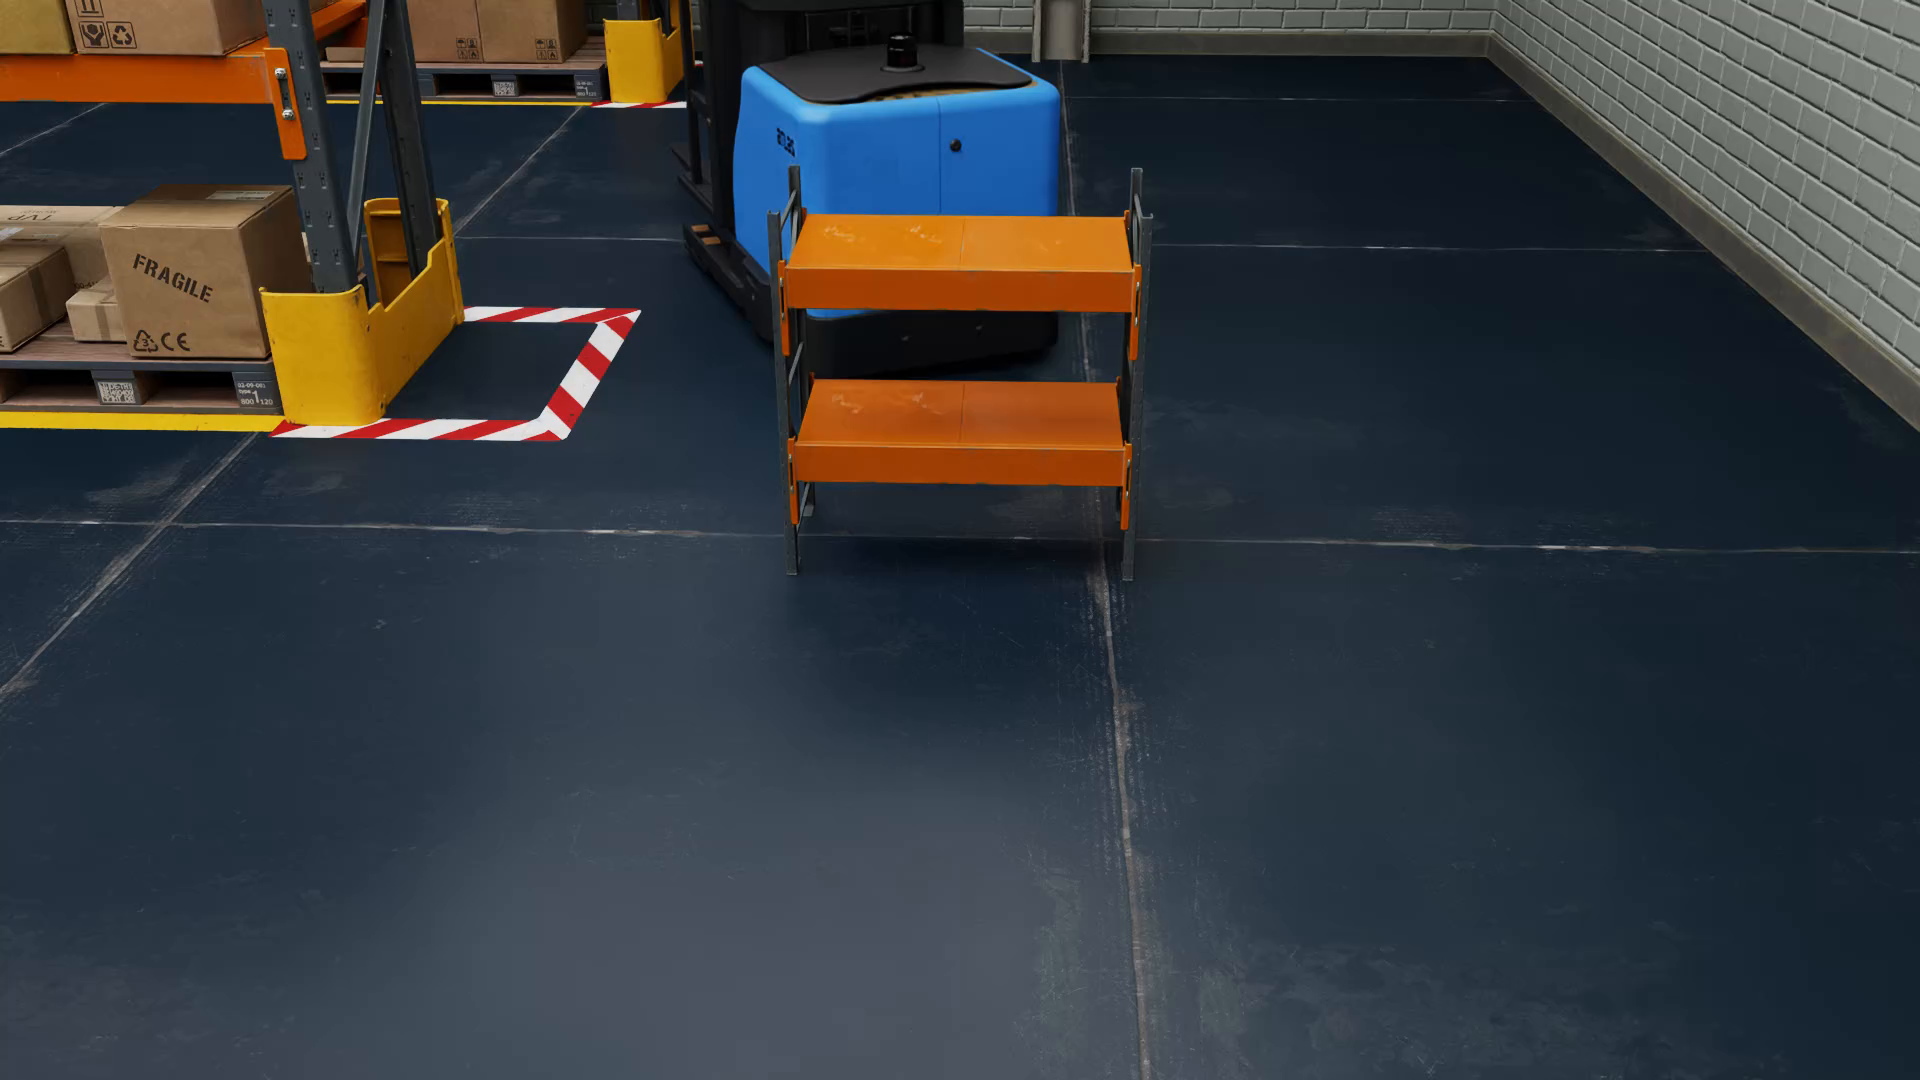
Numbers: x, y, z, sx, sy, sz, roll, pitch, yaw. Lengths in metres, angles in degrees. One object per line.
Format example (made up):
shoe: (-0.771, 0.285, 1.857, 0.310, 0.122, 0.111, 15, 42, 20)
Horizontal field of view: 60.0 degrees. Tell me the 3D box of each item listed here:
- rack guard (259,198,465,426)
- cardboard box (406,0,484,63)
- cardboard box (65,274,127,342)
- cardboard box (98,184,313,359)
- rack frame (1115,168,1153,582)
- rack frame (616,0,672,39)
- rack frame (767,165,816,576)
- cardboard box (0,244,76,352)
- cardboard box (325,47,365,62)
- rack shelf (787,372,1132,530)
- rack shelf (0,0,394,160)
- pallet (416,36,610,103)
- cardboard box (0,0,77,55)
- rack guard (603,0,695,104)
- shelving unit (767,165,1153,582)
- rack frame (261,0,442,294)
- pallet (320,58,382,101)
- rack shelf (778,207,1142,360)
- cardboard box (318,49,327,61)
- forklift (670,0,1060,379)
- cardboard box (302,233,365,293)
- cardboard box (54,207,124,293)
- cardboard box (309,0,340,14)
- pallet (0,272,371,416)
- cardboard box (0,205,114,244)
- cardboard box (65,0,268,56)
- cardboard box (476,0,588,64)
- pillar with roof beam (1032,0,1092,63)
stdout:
rack guard: (-2.276, -0.908, 6.430, 0.348, 0.500, 1.175, 1, 28, 2)
cardboard box: (-3.232, -3.384, 10.652, 0.500, 0.500, 0.700, 1, 28, 2)
cardboard box: (-3.153, -0.897, 6.294, 0.250, 0.166, 0.380, 1, 28, 2)
cardboard box: (-2.752, -0.995, 6.124, 0.500, 0.500, 0.500, 1, 28, 2)
rack frame: (0.515, -0.488, 4.970, 0.032, 1.125, 0.500, 1, 28, 2)
rack frame: (-2.029, -4.330, 10.216, 0.127, 3.000, 1.000, 1, 28, 2)
rack frame: (-0.501, -0.505, 5.002, 0.032, 1.125, 0.500, 1, 28, 2)
cardboard box: (-3.700, -0.915, 6.239, 0.500, 0.250, 0.500, 1, 28, 2)
cardboard box: (-3.734, -3.392, 10.668, 0.500, 0.500, 0.700, 0, 28, 0)
rack shelf: (0.007, -0.281, 5.101, 1.000, 0.278, 0.538, 1, 28, 2)
rack shelf: (-4.199, -1.727, 6.073, 4.000, 0.370, 1.077, 1, 28, 2)
pallet: (-2.831, -3.075, 10.825, 1.213, 0.211, 1.003, 1, 28, 2)
cardboard box: (-3.176, -1.943, 5.605, 0.500, 0.500, 0.500, 1, 28, 2)
rack guard: (-2.005, -3.226, 10.801, 0.348, 0.500, 1.175, 1, 28, 2)
shelving unit: (0.007, -0.497, 4.986, 1.048, 1.125, 0.538, 1, 28, 2)
rack frame: (-2.200, -2.012, 5.842, 0.127, 3.000, 1.000, 1, 28, 2)
pallet: (-4.047, -3.096, 10.866, 1.213, 0.211, 1.003, 1, 28, 2)
rack shelf: (0.007, -0.755, 4.849, 1.000, 0.278, 0.538, 1, 28, 2)
cardboard box: (-4.268, -3.398, 10.678, 0.500, 0.500, 0.700, 2, 28, 3)
forklift: (-0.631, -2.564, 6.958, 1.130, 2.935, 3.031, -11, 30, -19)
cardboard box: (-2.606, -1.114, 6.723, 0.250, 0.149, 0.380, 1, 28, 2)
cardboard box: (-3.233, -1.141, 6.666, 0.500, 0.250, 0.500, 1, 28, 2)
cardboard box: (-2.634, -2.187, 6.065, 0.500, 0.500, 0.500, 2, 28, 3)
pallet: (-3.072, -0.793, 6.522, 1.213, 0.211, 1.003, 1, 28, 2)
cardboard box: (-3.733, -1.149, 6.682, 0.500, 0.250, 0.500, 1, 28, 2)
cardboard box: (-2.657, -1.936, 5.592, 0.500, 0.500, 0.500, 2, 28, 3)
cardboard box: (-2.732, -3.376, 10.637, 0.500, 0.500, 0.700, 1, 28, 2)
pillar with roof beam: (0.548, -5.326, 5.689, 0.400, 9.000, 9.100, 1, 28, 2)
